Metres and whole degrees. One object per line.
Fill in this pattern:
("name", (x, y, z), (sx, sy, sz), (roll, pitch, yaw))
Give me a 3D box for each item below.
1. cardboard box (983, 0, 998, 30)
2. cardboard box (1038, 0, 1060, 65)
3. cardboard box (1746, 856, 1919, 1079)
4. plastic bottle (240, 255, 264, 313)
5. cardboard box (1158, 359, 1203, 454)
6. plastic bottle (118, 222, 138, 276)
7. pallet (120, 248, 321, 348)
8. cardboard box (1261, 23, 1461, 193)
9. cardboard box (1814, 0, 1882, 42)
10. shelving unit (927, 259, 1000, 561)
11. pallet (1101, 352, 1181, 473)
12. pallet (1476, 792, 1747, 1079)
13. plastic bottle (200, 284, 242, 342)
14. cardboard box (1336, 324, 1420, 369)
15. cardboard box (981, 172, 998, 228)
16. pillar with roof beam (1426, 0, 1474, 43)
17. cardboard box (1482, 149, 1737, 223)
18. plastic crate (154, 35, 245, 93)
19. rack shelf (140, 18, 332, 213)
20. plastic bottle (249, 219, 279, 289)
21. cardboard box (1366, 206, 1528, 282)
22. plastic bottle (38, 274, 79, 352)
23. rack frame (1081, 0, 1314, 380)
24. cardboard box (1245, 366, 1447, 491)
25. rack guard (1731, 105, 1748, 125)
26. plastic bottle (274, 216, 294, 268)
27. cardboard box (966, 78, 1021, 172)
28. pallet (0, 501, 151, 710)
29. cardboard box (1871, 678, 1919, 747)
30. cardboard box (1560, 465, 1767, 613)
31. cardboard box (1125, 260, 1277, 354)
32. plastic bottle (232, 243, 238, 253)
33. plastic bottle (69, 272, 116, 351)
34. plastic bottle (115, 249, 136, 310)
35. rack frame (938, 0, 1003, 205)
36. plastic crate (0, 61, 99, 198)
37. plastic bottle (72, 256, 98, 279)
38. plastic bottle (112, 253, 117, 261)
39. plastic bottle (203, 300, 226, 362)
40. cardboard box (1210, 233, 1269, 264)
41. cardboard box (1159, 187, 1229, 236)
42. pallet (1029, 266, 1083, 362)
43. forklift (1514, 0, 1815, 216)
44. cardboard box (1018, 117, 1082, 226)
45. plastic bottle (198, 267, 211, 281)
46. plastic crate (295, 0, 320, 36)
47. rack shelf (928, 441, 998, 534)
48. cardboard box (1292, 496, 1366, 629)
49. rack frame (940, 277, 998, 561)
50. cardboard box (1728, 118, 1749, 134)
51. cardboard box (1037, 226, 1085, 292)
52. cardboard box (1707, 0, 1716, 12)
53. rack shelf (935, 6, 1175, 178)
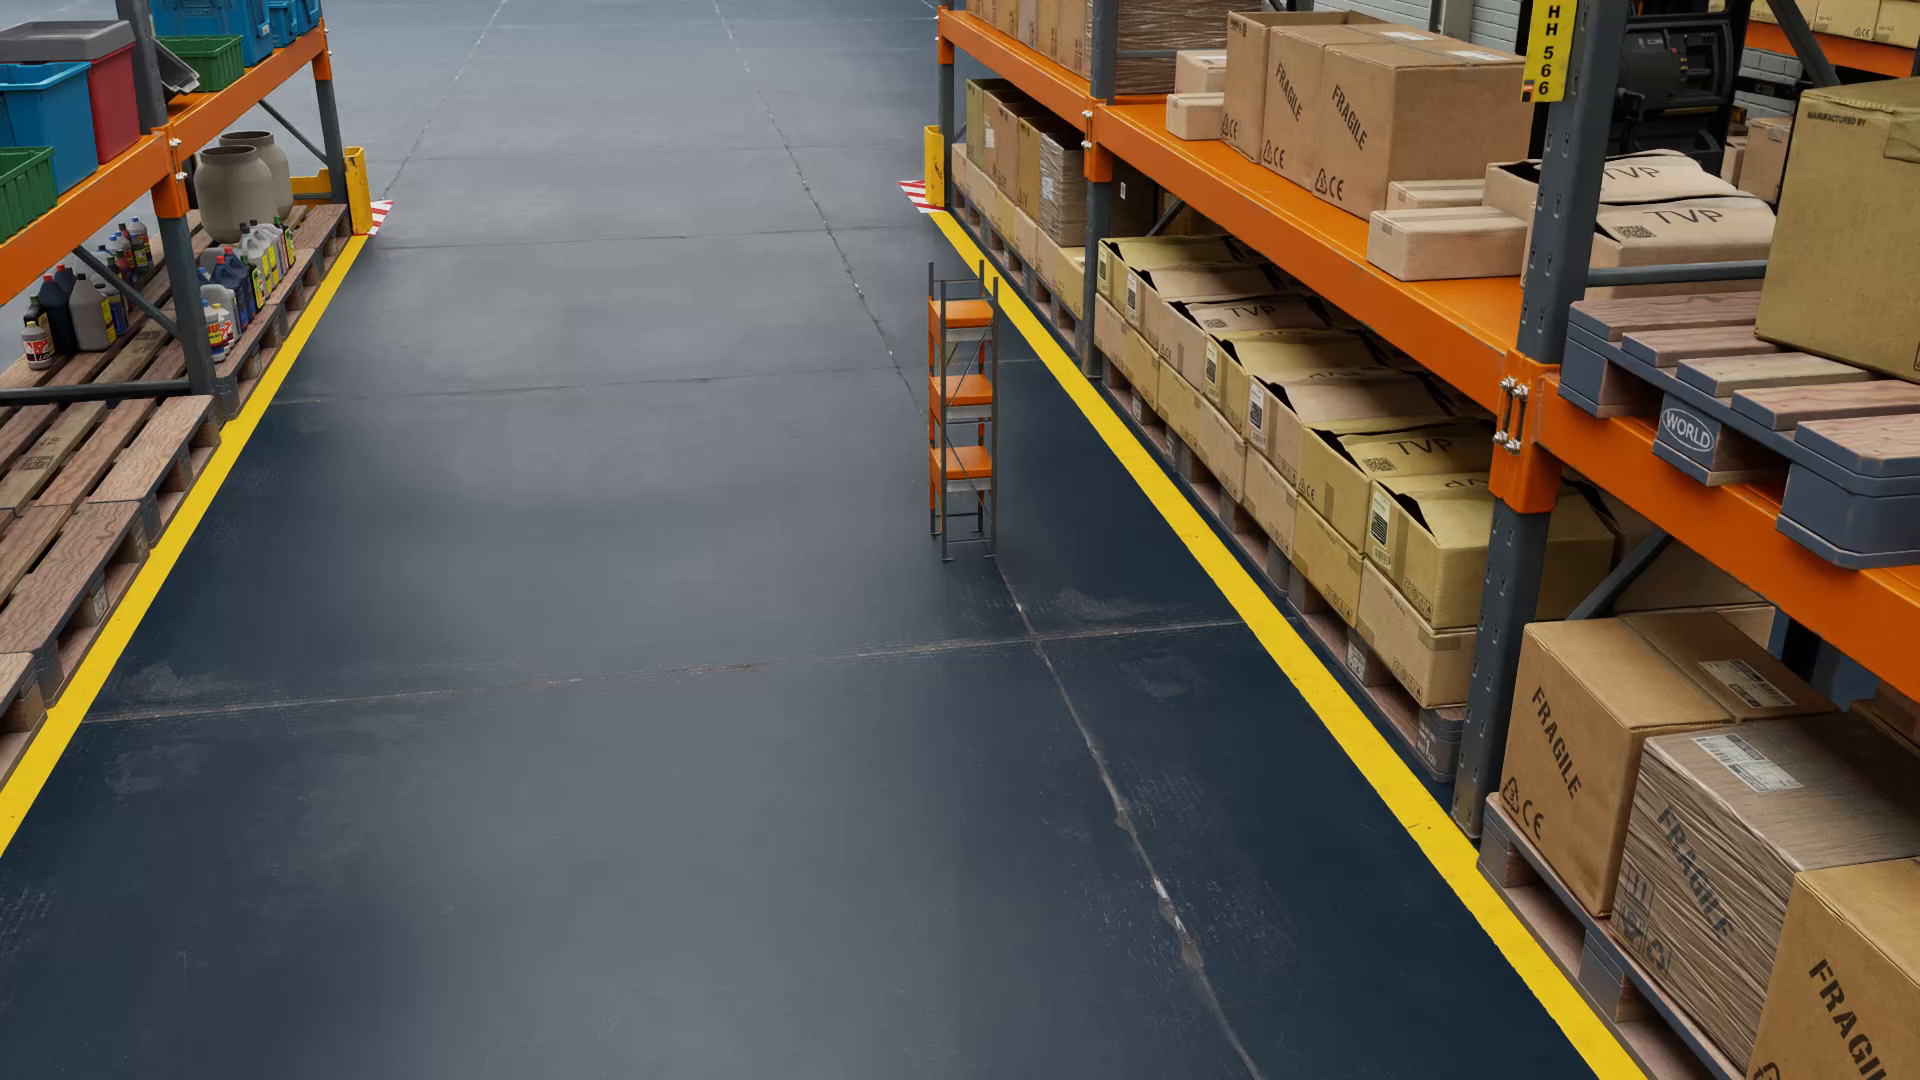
("cardboard box", (0.530, -3.434, 10.240), (0.700, 0.500, 0.500), (-4, 24, -8))
("cardboard box", (0.813, -2.830, 8.857), (0.700, 0.500, 0.500), (-4, 24, -9))
("cardboard box", (1.828, 0.915, 2.981), (0.500, 0.500, 0.500), (-5, 24, -10))
("plastic bottle", (-3.540, -1.288, 8.295), (0.061, 0.283, 0.133), (-3, 24, -7))
("cardboard box", (1.117, -0.556, 6.687), (0.500, 0.250, 0.500), (-5, 24, -11))
("plastic bottle", (-4.461, -1.544, 8.882), (0.061, 0.283, 0.133), (-4, 24, -9))
("pallet", (-4.086, -1.311, 8.987), (1.003, 0.211, 1.213), (-4, 24, -10))
("cardboard box", (1.411, -1.544, 5.912), (0.500, 0.500, 0.500), (-4, 24, -10))
("cardboard box", (5.384, -3.071, 9.697), (0.500, 0.250, 0.500), (-4, 24, -10))
("shelving unit", (0.010, -0.460, 5.992), (0.215, 1.050, 0.252), (-4, 24, -10))
("pallet", (1.269, -0.641, 7.453), (1.003, 0.211, 1.213), (-4, 24, -10))
("pallet", (1.935, 0.942, 3.829), (1.003, 0.211, 1.213), (-4, 24, -10))
("plastic bottle", (-3.489, -1.077, 7.821), (0.152, 0.276, 0.135), (-3, 24, -8))
("cardboard box", (1.733, -0.658, 6.220), (0.500, 0.311, 0.500), (-5, 24, -10))
("cardboard box", (0.423, -2.091, 10.200), (0.500, 0.250, 0.500), (-4, 24, -10))
("pillar with roof beam", (0.862, -8.726, 14.987), (9.100, 9.000, 0.400), (-4, 24, -10))
("cardboard box", (1.859, -0.958, 4.806), (0.500, 0.311, 0.500), (-5, 24, -10))
("plastic crate", (-3.748, -2.298, 8.029), (0.450, 0.188, 0.662), (-4, 24, -10))
("rack shelf", (-4.144, -2.297, 8.662), (1.077, 0.370, 4.000), (-4, 24, -10))
("plastic bottle", (-3.663, -1.491, 8.676), (0.144, 0.351, 0.185), (-3, 24, -8))
("cardboard box", (1.396, -0.850, 4.763), (0.380, 0.149, 0.250), (-4, 24, -10))
("plastic bottle", (-4.176, -1.060, 7.690), (0.144, 0.351, 0.185), (-5, 24, -11))
("rack frame", (1.094, -2.206, 7.552), (1.000, 3.000, 0.127), (-4, 24, -10))
("cardboard box", (1.302, -0.412, 5.656), (0.500, 0.311, 0.500), (-4, 24, -10))
("rack guard", (5.236, -2.972, 12.429), (1.175, 0.500, 0.348), (-4, 24, -10))
("plastic bottle", (-3.704, -1.636, 9.092), (0.061, 0.283, 0.133), (-4, 24, -8))
("cardboard box", (0.330, -2.631, 10.500), (0.500, 0.500, 0.500), (-4, 24, -10))
("pallet", (-3.362, 0.224, 5.473), (1.003, 0.211, 1.213), (-4, 24, -10))
("cardboard box", (2.252, 0.340, 3.360), (0.500, 0.250, 0.500), (-3, 24, -8))
("cardboard box", (2.026, -0.049, 4.825), (0.500, 0.311, 0.500), (-4, 24, -8))
("cardboard box", (1.014, -1.017, 7.040), (0.500, 0.311, 0.500), (-5, 24, -10))
("plastic bottle", (-3.817, -1.471, 8.817), (0.097, 0.201, 0.097), (0, 24, 0))
("plastic bottle", (-4.035, -1.071, 7.714), (0.144, 0.351, 0.185), (-4, 24, -10))
("plastic bottle", (-4.193, -1.304, 8.332), (0.061, 0.283, 0.133), (-4, 24, -10))
("rack frame", (0.355, -3.779, 11.155), (1.000, 3.000, 0.127), (-4, 24, -10))
("plastic crate", (-3.264, -1.422, 5.779), (0.392, 0.384, 0.575), (-4, 24, -10))
("plastic bottle", (-4.272, -1.263, 8.153), (0.144, 0.351, 0.185), (-4, 24, -10))
("plastic bottle", (-4.385, -1.384, 8.617), (0.097, 0.201, 0.097), (0, 24, 0))
("plastic bottle", (-3.402, -0.950, 7.536), (0.097, 0.271, 0.097), (0, 24, 0))
("cardboard box", (1.451, -1.257, 7.590), (0.500, 0.311, 0.500), (-4, 24, -10))
("cardboard box", (1.316, -1.687, 8.339), (0.500, 0.500, 0.500), (-4, 24, -10))
("pallet", (0.989, -1.244, 8.834), (1.003, 0.211, 1.213), (-4, 24, -10))
("forklift", (3.374, -2.250, 7.739), (1.130, 2.935, 3.031), (-8, 25, -19))
("cardboard box", (0.617, -2.042, 9.151), (0.500, 0.500, 0.500), (-4, 24, -10))
("plastic bottle", (-3.661, -1.188, 8.082), (0.097, 0.271, 0.097), (0, 24, 0))
("plastic crate", (-4.127, -3.171, 9.948), (0.499, 0.251, 0.616), (-4, 24, -10))
("rack shelf", (0.010, -0.196, 6.107), (0.215, 0.259, 0.240), (-4, 24, -10))
("cardboard box", (1.398, 0.044, 5.312), (0.500, 0.250, 0.500), (-5, 24, -10))
("rack frame", (0.032, -0.412, 5.882), (0.200, 1.050, 0.008), (-4, 24, -10))
("cardboard box", (5.262, -2.838, 11.809), (0.500, 0.311, 0.500), (-7, 25, -16))
("cardboard box", (0.711, -1.502, 8.851), (0.500, 0.250, 0.500), (-4, 24, -10))
("cardboard box", (5.111, -3.669, 11.065), (0.500, 0.250, 0.500), (-5, 24, -11))
("rack shelf", (0.725, -2.663, 9.498), (1.077, 0.370, 4.000), (-4, 24, -10))
